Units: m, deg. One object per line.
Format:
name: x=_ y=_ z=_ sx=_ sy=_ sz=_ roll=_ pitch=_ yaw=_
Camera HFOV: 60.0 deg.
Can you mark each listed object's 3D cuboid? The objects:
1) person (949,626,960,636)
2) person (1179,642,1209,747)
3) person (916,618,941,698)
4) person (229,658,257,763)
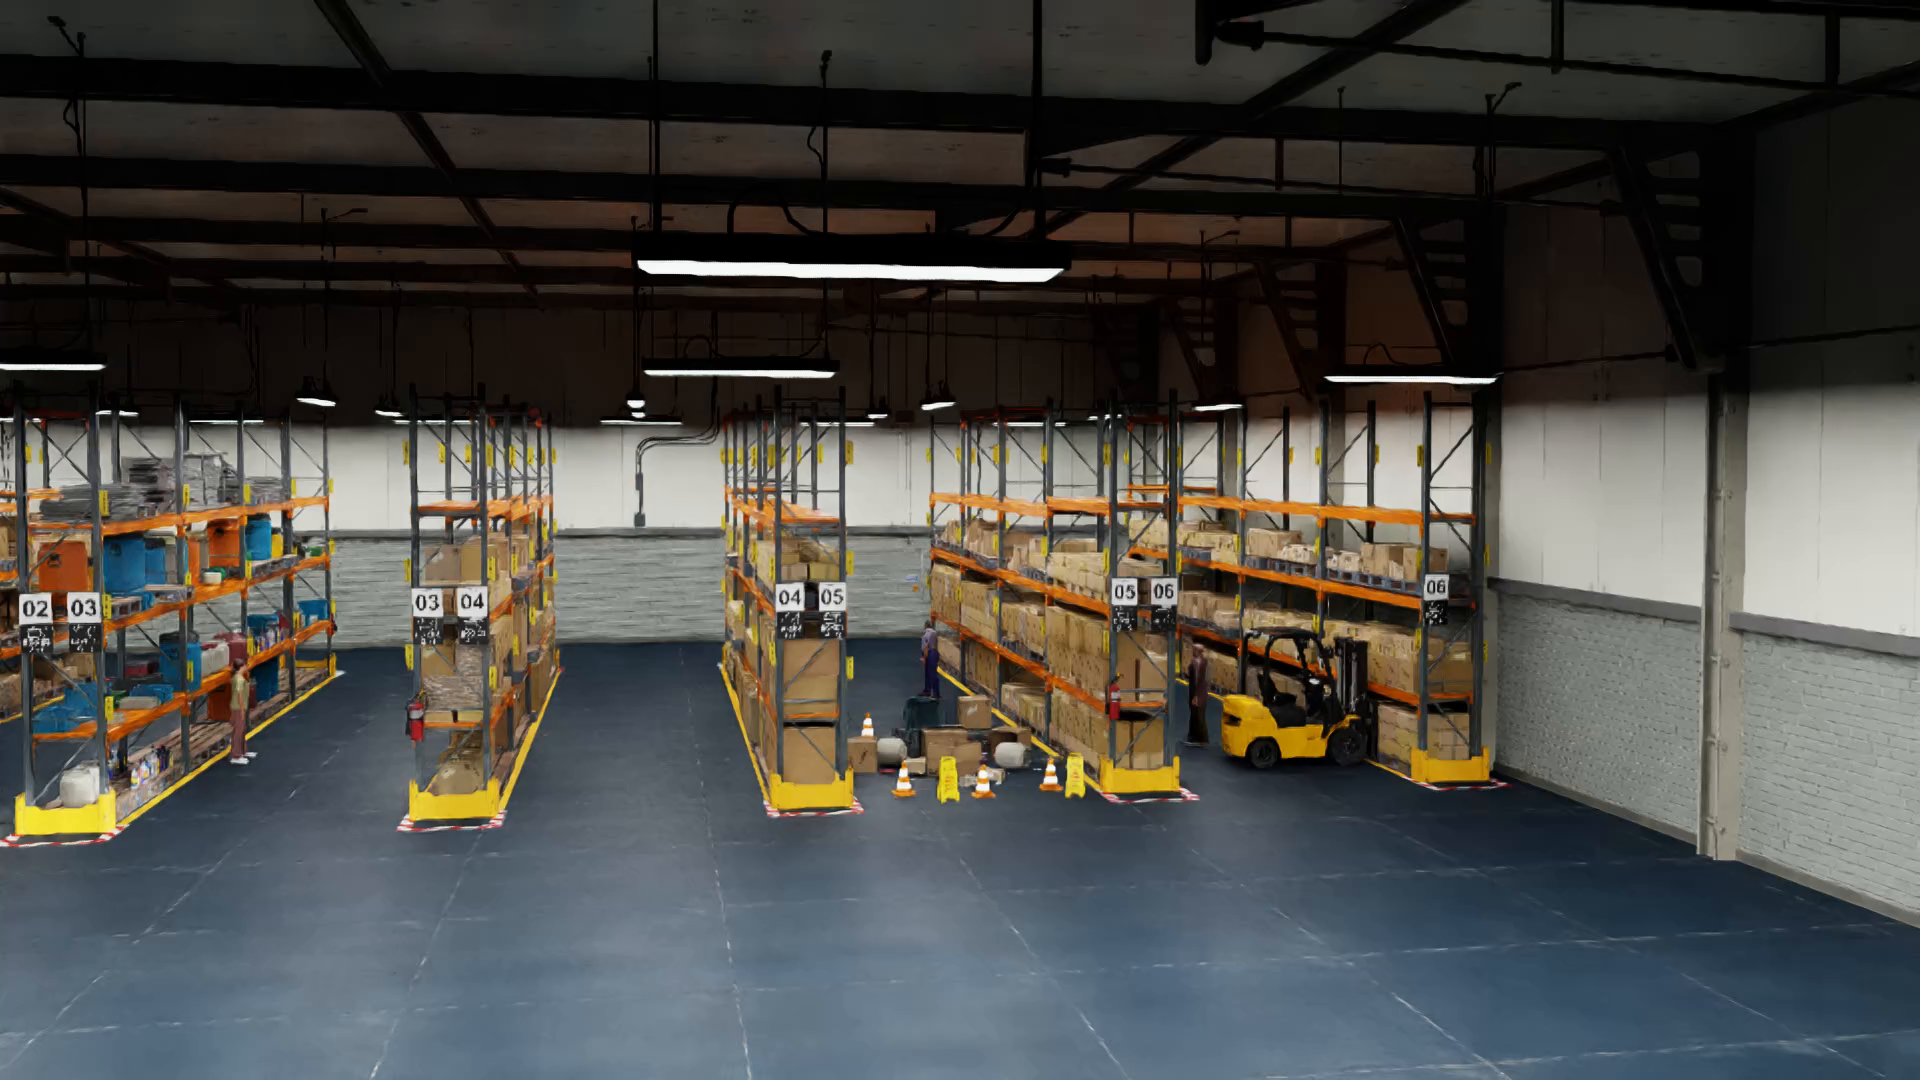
person: x=-0.088 y=1.948 z=42.966 sx=0.587 sy=1.764 sz=0.564 roll=1 pitch=3 yaw=26
person: x=4.041 y=2.646 z=28.619 sx=0.556 sy=1.781 sz=0.631 roll=1 pitch=3 yaw=18
person: x=-0.653 y=2.429 z=34.336 sx=0.567 sy=1.641 sz=0.610 roll=1 pitch=3 yaw=11
person: x=-11.728 y=2.770 z=27.186 sx=0.454 sy=1.678 sz=0.541 roll=-2 pitch=3 yaw=-34
